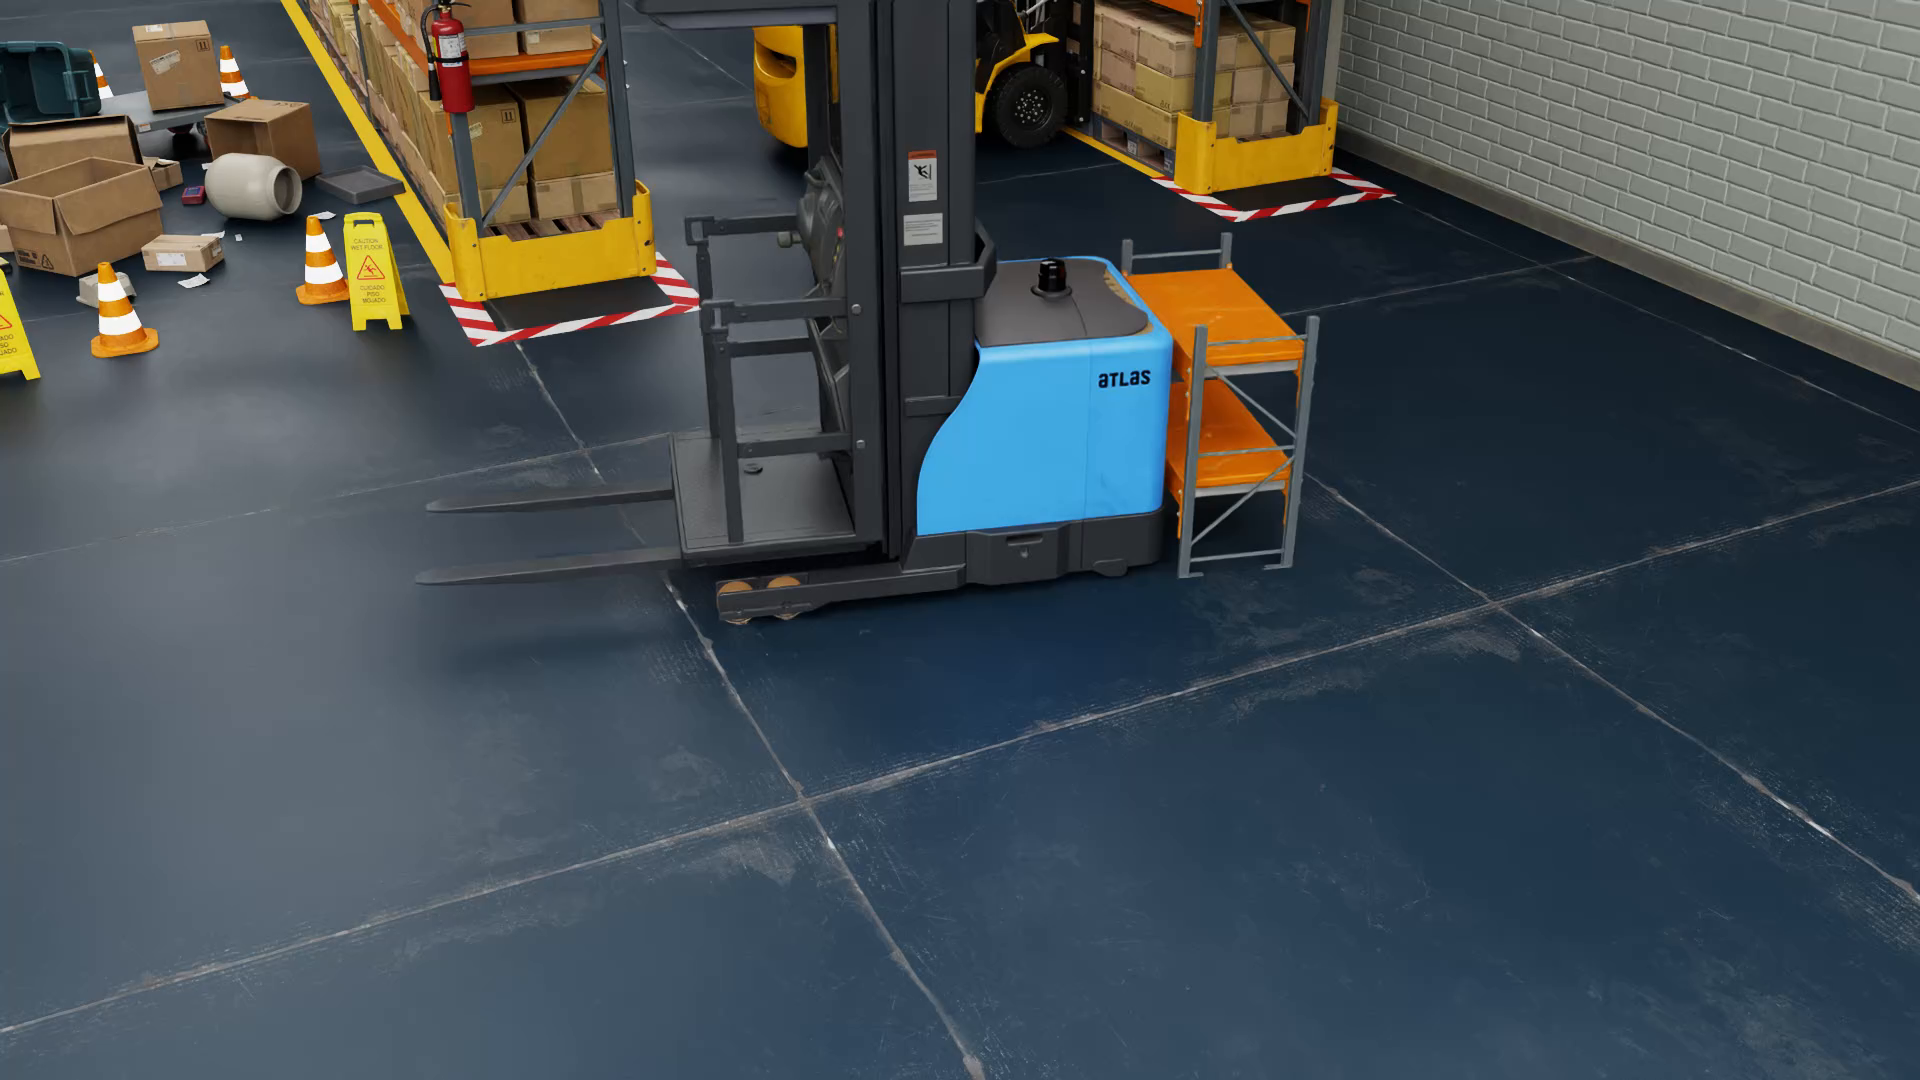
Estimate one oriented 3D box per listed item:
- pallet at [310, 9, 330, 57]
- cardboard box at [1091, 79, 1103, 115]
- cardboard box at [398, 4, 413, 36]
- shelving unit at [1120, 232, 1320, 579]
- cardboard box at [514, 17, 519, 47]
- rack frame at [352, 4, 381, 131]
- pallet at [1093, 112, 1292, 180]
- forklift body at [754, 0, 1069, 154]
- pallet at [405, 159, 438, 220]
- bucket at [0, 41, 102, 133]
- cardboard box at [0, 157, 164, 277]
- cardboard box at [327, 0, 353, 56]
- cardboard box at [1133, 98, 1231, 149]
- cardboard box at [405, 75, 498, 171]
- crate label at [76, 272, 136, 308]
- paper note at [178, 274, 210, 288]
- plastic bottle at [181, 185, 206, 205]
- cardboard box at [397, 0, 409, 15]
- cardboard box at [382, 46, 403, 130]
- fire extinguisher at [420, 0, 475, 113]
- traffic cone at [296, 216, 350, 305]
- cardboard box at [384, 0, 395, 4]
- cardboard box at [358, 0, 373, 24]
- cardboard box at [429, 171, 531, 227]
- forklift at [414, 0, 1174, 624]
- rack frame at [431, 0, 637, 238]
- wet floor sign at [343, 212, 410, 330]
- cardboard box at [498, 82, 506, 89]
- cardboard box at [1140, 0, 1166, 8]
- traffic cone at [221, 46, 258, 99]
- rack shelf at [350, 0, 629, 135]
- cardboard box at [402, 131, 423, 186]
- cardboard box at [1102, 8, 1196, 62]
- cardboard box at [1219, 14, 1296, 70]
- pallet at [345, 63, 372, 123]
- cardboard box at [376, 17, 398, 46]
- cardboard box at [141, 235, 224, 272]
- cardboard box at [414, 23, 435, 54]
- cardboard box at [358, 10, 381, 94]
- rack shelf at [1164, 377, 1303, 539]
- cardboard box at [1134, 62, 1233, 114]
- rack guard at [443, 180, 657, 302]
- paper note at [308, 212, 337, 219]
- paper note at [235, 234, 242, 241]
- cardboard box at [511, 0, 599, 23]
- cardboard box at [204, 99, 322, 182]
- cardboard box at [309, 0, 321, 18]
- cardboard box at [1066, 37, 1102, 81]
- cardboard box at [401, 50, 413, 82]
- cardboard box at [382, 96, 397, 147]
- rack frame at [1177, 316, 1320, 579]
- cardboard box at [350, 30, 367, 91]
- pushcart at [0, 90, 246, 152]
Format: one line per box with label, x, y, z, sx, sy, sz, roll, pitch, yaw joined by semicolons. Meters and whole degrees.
pallet;-5.502;-4.827;15.643;1.003;0.211;1.213;-13;32;-22
cardboard box;1.181;-3.469;12.751;0.500;0.250;0.500;-13;32;-21
cardboard box;-3.193;-3.180;10.110;0.380;0.149;0.250;-13;32;-21
shelving unit;1.059;-0.601;7.172;0.538;1.125;1.048;-6;30;-10
cardboard box;-2.482;-3.048;9.875;0.380;0.149;0.250;-13;32;-21
rack frame;-4.119;-4.622;12.426;1.000;3.000;0.127;-13;32;-22
pallet;1.713;-3.012;12.405;1.003;0.211;1.213;-13;32;-22
forklift body;-0.382;-3.983;12.155;2.313;2.155;1.214;-13;32;-22
pallet;-3.271;-2.577;11.630;1.003;0.211;1.213;-13;32;-22
bucket;-6.406;-3.197;11.678;0.726;0.611;0.620;-3;19;-5
cardboard box;-5.443;-2.011;10.321;0.637;0.503;0.797;13;32;21
cardboard box;-4.958;-4.514;14.490;0.950;0.372;0.625;-12;31;-20
cardboard box;1.592;-3.024;11.958;0.500;0.250;0.500;-13;32;-22
cardboard box;-3.209;-2.695;10.605;0.500;0.500;0.500;-12;31;-20
crate label;-5.002;-1.477;9.743;0.298;0.136;0.250;19;34;30
paper note;-4.606;-1.560;10.000;0.142;0.019;0.148;26;38;38
plastic bottle;-5.259;-2.377;11.426;0.133;0.061;0.283;-8;30;-13
cardboard box;-3.095;-3.433;9.898;0.500;0.500;0.500;-13;32;-22
cardboard box;-3.648;-3.152;11.420;0.500;0.500;0.500;-11;31;-19
fire extinguisher;-2.769;-2.674;9.031;0.296;0.674;0.183;-13;32;-22
traffic cone;-3.752;-1.668;9.751;0.336;0.463;0.334;-13;32;-22
cardboard box;-3.600;-3.634;10.920;0.380;0.149;0.250;-13;32;-22
cardboard box;-4.110;-3.831;11.967;0.380;0.149;0.250;-13;32;-21
cardboard box;-3.002;-2.150;10.400;0.500;0.250;0.500;-13;32;-22
forklift;-0.716;-1.225;6.438;3.031;2.935;1.130;-6;30;-10
rack frame;-2.402;-2.855;9.275;1.000;3.000;0.127;-13;32;-22
wet floor sign;-3.287;-1.520;9.300;0.267;0.644;0.232;-3;29;-5
cardboard box;-2.738;-2.821;10.829;0.500;0.500;0.500;-14;32;-24
cardboard box;1.621;-4.014;12.701;0.500;0.250;0.500;-13;32;-22
traffic cone;-5.916;-3.769;13.499;0.336;0.463;0.334;-13;32;-22
rack shelf;-3.261;-3.425;11.026;1.077;0.370;4.000;-13;32;-22
cardboard box;-3.437;-2.600;11.202;0.500;0.250;0.500;-14;32;-24
cardboard box;1.375;-3.681;12.108;0.500;0.250;0.500;-12;32;-21
cardboard box;2.044;-3.571;11.911;0.500;0.250;0.500;-14;32;-23
pallet;-4.455;-3.749;13.721;1.003;0.211;1.213;-13;32;-22
cardboard box;-3.770;-3.486;11.352;0.380;0.149;0.250;-11;31;-19
cardboard box;-4.789;-1.766;10.248;0.380;0.149;0.250;2;29;4
cardboard box;-2.965;-2.954;9.709;0.380;0.149;0.250;-13;32;-23
cardboard box;-4.110;-3.616;12.246;0.500;0.500;0.500;-12;31;-20
rack shelf;1.059;-0.388;7.292;0.538;0.278;1.000;-6;30;-10
cardboard box;1.588;-3.250;11.850;0.500;0.250;0.500;-14;32;-23
rack guard;-2.435;-1.798;9.946;1.175;0.500;0.348;-13;32;-22
paper note;-4.247;-2.166;11.081;0.148;0.019;0.142;26;38;38
paper note;-4.649;-1.949;10.716;0.032;0.001;0.123;-13;32;-22
cardboard box;-2.355;-3.296;9.655;0.500;0.500;0.500;-14;32;-23
cardboard box;-4.888;-2.774;11.683;0.500;0.500;0.500;7;30;13
cardboard box;-5.603;-5.174;15.668;0.950;0.372;0.625;-15;33;-25
cardboard box;1.142;-3.698;12.648;0.500;0.250;0.500;-14;32;-23
cardboard box;-3.305;-3.008;10.499;0.380;0.149;0.250;-13;32;-21
cardboard box;-3.871;-3.055;12.013;0.500;0.250;0.500;-11;31;-19
rack frame;1.158;-0.358;6.737;0.500;1.125;0.032;-6;30;-10
cardboard box;-4.347;-3.890;13.378;0.950;0.372;0.625;-13;32;-21
pushcart;-6.157;-2.978;12.174;0.936;0.377;1.648;26;38;38
